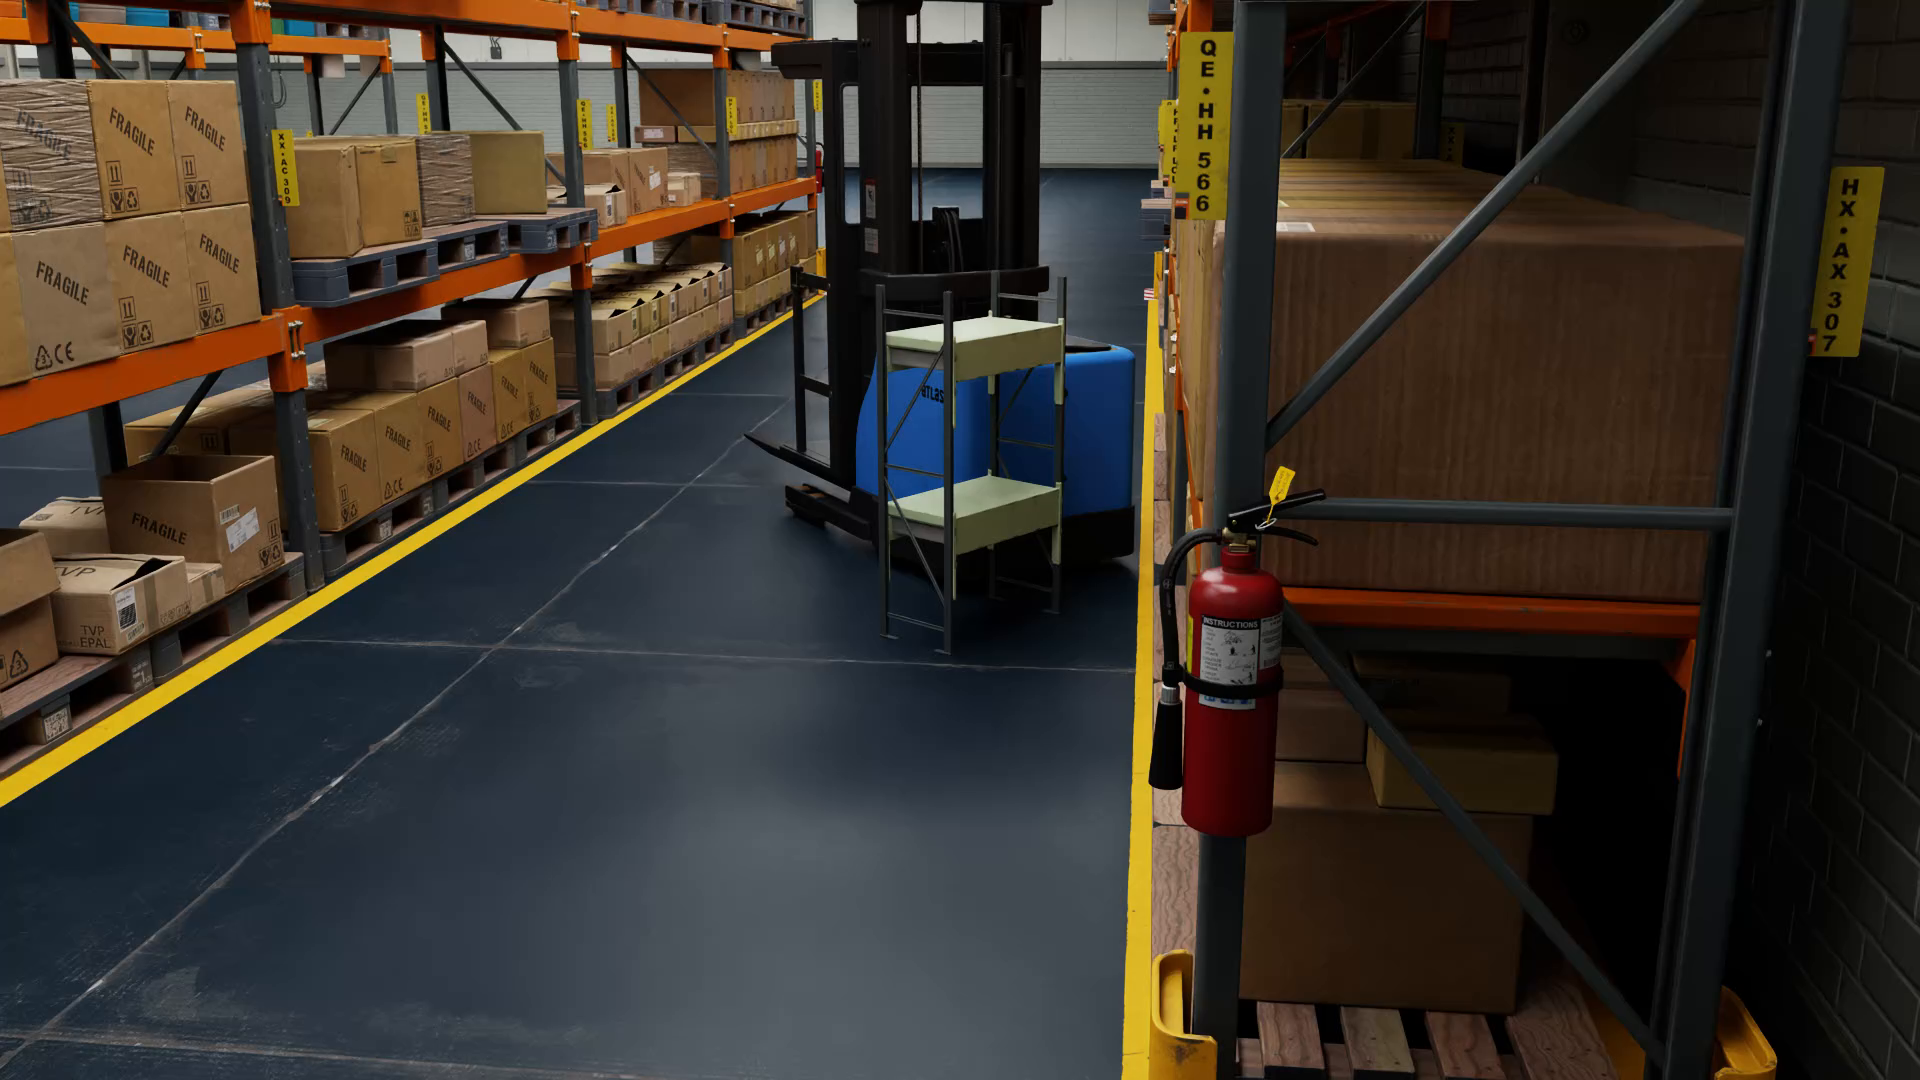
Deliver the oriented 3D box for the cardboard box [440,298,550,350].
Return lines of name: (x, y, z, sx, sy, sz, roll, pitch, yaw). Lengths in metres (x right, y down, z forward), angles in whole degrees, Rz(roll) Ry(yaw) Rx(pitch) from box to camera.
cardboard box: (-2.919, -1.365, 10.474, 0.500, 0.250, 0.500, 2, 15, 8)

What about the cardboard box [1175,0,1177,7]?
cardboard box: (1.691, -3.726, 11.082, 0.500, 0.311, 0.500, 2, 15, 6)

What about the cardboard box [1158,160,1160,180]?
cardboard box: (2.410, -4.012, 18.001, 0.500, 0.250, 0.500, 1, 15, 5)

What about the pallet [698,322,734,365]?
pallet: (-2.638, -1.761, 14.770, 1.003, 0.211, 1.213, 2, 15, 6)

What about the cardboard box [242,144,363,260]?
cardboard box: (-3.220, -1.592, 7.806, 0.700, 0.500, 0.500, -3, 16, -13)

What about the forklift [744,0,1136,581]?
forklift: (-0.305, -1.557, 8.806, 1.130, 2.935, 3.031, -8, 17, -28)

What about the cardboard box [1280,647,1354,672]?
cardboard box: (0.816, 0.359, 4.328, 0.380, 0.149, 0.250, 2, 15, 8)

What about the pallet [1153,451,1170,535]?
pallet: (1.574, -0.253, 9.193, 1.003, 0.211, 1.213, 2, 15, 6)

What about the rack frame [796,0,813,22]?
rack frame: (-2.142, -7.233, 18.171, 1.000, 3.000, 0.127, 2, 15, 6)

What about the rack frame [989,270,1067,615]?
rack frame: (0.294, -0.423, 7.354, 0.400, 1.500, 0.023, 13, 20, 39)

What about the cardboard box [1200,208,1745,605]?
cardboard box: (1.023, -0.319, 3.522, 0.980, 0.700, 0.700, 2, 15, 9)

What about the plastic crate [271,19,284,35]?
plastic crate: (-7.066, -5.193, 16.780, 0.336, 0.188, 0.450, 2, 15, 6)

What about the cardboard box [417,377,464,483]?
cardboard box: (-3.086, -0.616, 9.141, 0.500, 0.500, 0.500, 2, 15, 7)

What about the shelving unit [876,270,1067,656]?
shelving unit: (0.055, -0.351, 7.086, 0.431, 1.500, 0.755, 13, 20, 39)

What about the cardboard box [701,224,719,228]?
cardboard box: (-2.637, -2.923, 16.750, 0.500, 0.500, 0.500, 2, 15, 6)

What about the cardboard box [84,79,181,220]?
cardboard box: (-3.351, -1.484, 6.295, 0.500, 0.500, 0.500, 1, 15, 5)

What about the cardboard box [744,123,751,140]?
cardboard box: (-2.256, -3.990, 16.236, 0.380, 0.149, 0.250, 1, 15, 4)

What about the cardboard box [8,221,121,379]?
cardboard box: (-3.410, -0.868, 5.936, 0.500, 0.500, 0.500, 2, 15, 8)

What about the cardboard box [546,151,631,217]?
cardboard box: (-2.871, -2.746, 12.878, 0.500, 0.500, 0.500, 1, 15, 3)

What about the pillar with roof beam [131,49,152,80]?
pillar with roof beam: (-20.075, -15.463, 48.606, 9.100, 9.000, 0.400, 2, 15, 6)

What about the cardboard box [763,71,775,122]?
cardboard box: (-2.323, -4.609, 17.285, 0.700, 0.500, 0.500, 2, 15, 6)

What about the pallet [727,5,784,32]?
pallet: (-2.383, -5.242, 16.725, 1.003, 0.211, 1.213, 2, 15, 6)

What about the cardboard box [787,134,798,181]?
cardboard box: (-2.207, -4.264, 18.494, 0.700, 0.500, 0.500, 2, 15, 6)

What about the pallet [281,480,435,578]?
pallet: (-3.442, -0.090, 8.592, 1.003, 0.211, 1.213, 2, 15, 6)

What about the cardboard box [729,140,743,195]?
cardboard box: (-2.496, -3.600, 16.037, 0.700, 0.500, 0.500, 2, 15, 6)

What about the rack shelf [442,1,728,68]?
rack shelf: (-2.819, -3.881, 12.901, 1.077, 0.370, 4.000, 2, 15, 6)

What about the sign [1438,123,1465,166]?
sign: (1.978, -1.520, 6.725, 0.100, 0.325, 0.005, 2, 15, 6)

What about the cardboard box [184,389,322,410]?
cardboard box: (-3.661, -0.495, 8.690, 0.500, 0.500, 0.500, 2, 15, 6)

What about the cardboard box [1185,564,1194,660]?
cardboard box: (1.180, 0.246, 5.991, 0.700, 0.500, 0.500, 2, 15, 6)

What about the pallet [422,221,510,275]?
pallet: (-3.259, -1.665, 9.440, 1.003, 0.211, 1.213, 2, 15, 6)

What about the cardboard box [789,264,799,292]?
cardboard box: (-2.008, -2.805, 17.750, 0.500, 0.250, 0.500, 2, 15, 6)

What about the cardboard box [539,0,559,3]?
cardboard box: (-3.060, -3.644, 10.454, 0.910, 0.500, 0.500, 2, 15, 6)

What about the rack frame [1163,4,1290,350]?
rack frame: (2.329, -3.154, 14.581, 1.000, 3.000, 0.127, 2, 15, 6)

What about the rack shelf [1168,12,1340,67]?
rack shelf: (2.104, -3.736, 12.365, 1.077, 0.370, 4.000, 2, 15, 6)

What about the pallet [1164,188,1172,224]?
pallet: (2.061, -2.539, 12.672, 1.003, 0.211, 1.213, 2, 15, 6)

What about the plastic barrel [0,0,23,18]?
plastic barrel: (-7.584, -4.440, 12.767, 0.600, 0.830, 0.708, 2, 15, 6)

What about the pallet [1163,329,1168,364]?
pallet: (2.243, -1.606, 14.198, 1.003, 0.211, 1.213, 2, 15, 6)

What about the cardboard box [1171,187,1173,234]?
cardboard box: (1.500, -2.064, 9.750, 0.500, 0.500, 0.500, 2, 15, 8)

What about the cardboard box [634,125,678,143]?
cardboard box: (-2.775, -3.738, 15.303, 0.380, 0.149, 0.250, 2, 15, 6)

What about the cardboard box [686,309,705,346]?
cardboard box: (-2.468, -1.795, 14.016, 0.500, 0.250, 0.500, 2, 15, 8)

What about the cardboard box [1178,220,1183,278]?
cardboard box: (1.228, -1.408, 7.323, 0.500, 0.500, 0.500, 1, 15, 5)

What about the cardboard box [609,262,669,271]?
cardboard box: (-2.887, -2.346, 14.979, 0.500, 0.311, 0.500, 2, 15, 6)

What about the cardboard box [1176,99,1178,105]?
cardboard box: (1.511, -2.431, 9.669, 0.500, 0.250, 0.500, 1, 15, 5)

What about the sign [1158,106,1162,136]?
sign: (2.241, -4.626, 18.364, 0.100, 0.325, 0.005, 2, 15, 6)

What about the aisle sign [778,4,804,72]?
aisle sign: (-1.843, -5.600, 18.645, 0.394, 0.787, 0.004, 2, 15, 6)

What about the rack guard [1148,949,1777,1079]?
rack guard: (0.972, 1.171, 3.374, 1.175, 0.500, 0.348, 2, 15, 6)

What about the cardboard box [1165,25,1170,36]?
cardboard box: (2.398, -5.480, 17.206, 0.500, 0.500, 0.500, 3, 15, 10)

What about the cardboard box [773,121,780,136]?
cardboard box: (-2.112, -4.326, 17.479, 0.380, 0.149, 0.250, 2, 15, 8)

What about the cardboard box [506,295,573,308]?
cardboard box: (-3.178, -1.686, 12.540, 0.500, 0.311, 0.500, 1, 15, 5)

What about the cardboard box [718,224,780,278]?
cardboard box: (-2.117, -2.907, 16.693, 0.500, 0.500, 0.500, 2, 15, 6)

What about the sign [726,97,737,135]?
sign: (-2.053, -3.807, 14.926, 0.100, 0.325, 0.005, 2, 15, 6)

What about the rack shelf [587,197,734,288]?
rack shelf: (-2.819, -2.433, 13.293, 1.077, 0.370, 4.000, 2, 15, 6)

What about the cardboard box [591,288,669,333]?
cardboard box: (-2.583, -1.804, 12.975, 0.500, 0.311, 0.500, 1, 15, 5)

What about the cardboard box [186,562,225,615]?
cardboard box: (-3.261, 0.195, 6.815, 0.380, 0.149, 0.250, 2, 15, 6)

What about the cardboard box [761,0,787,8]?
cardboard box: (-2.073, -5.561, 16.834, 0.500, 0.311, 0.500, 4, 16, 13)

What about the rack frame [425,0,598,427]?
rack frame: (-3.045, -2.262, 11.280, 1.000, 3.000, 0.127, 2, 15, 6)
